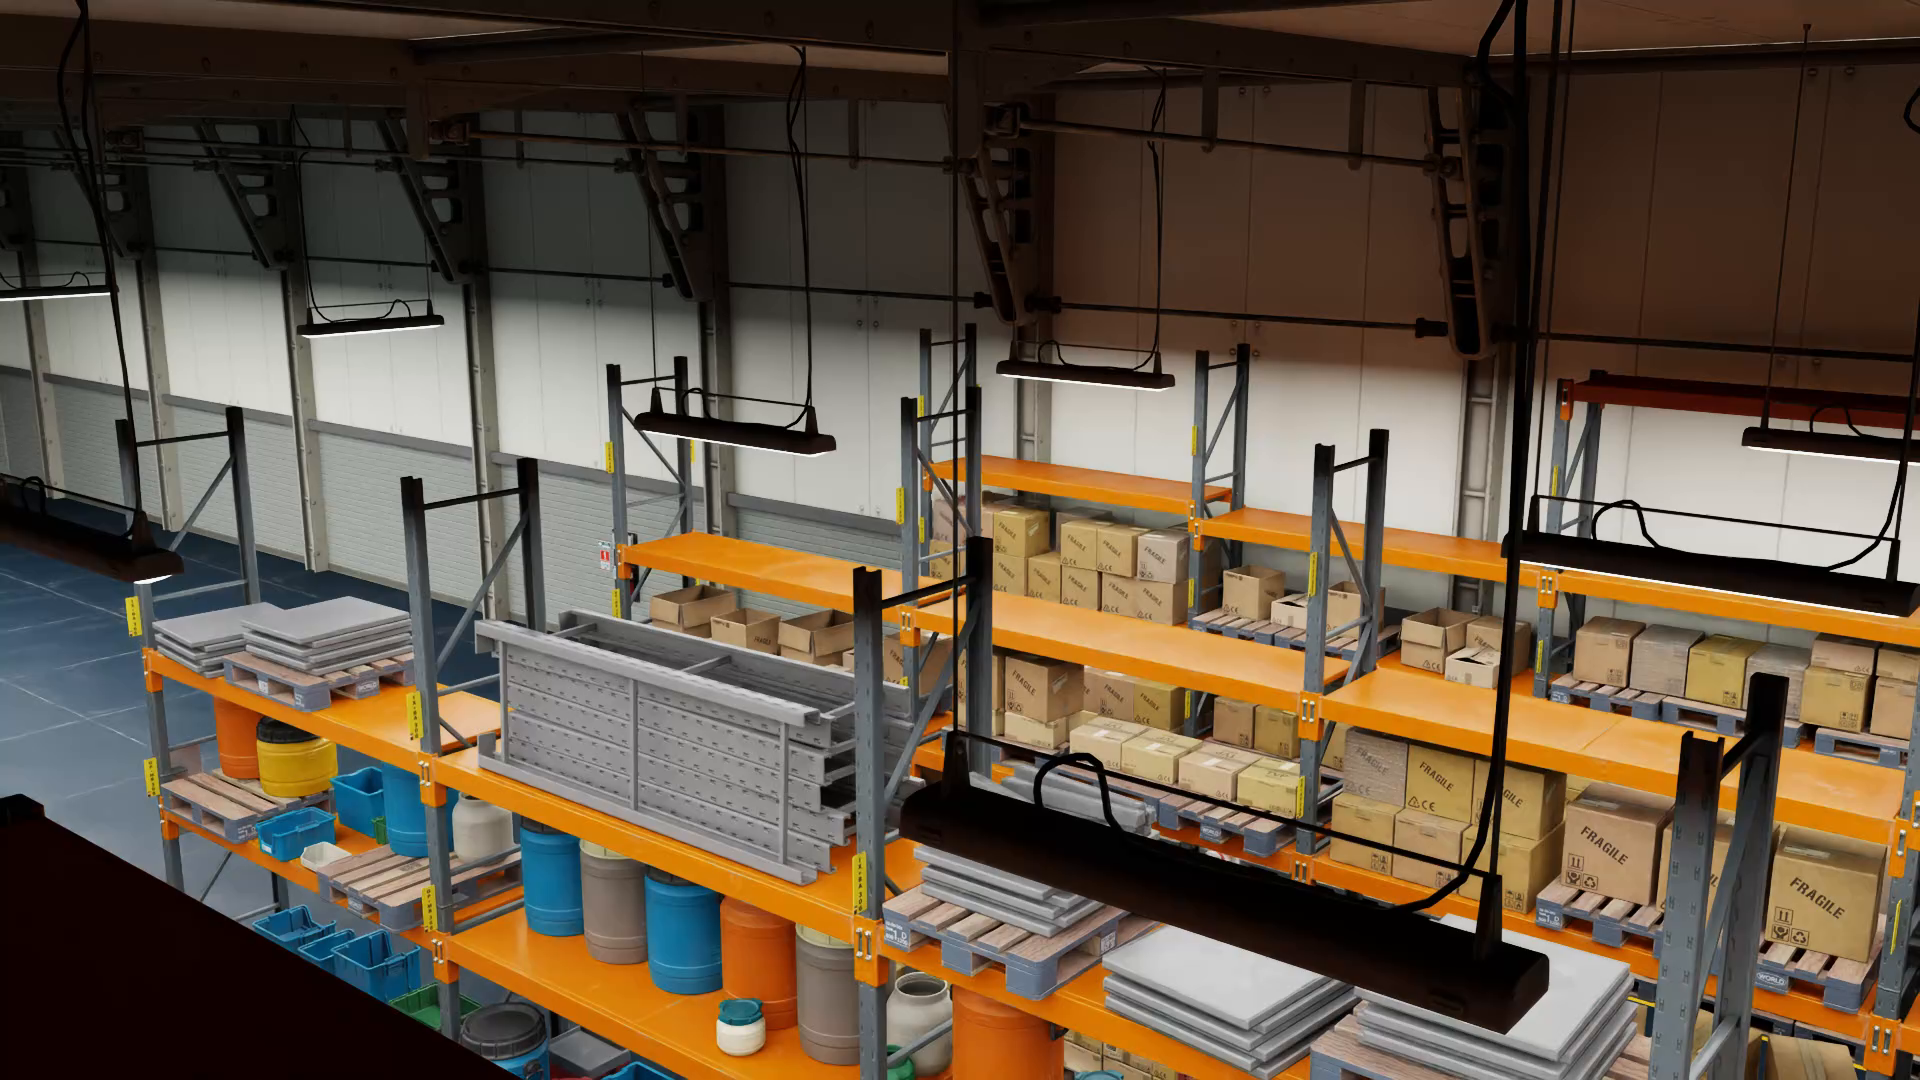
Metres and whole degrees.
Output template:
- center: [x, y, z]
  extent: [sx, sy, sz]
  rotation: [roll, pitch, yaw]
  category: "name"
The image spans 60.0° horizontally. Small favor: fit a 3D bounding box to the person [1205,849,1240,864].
- center: [2.550, 3.584, 16.350]
  extent: [0.506, 1.786, 0.593]
  rotation: [10, 16, 39]
  category: "person"
